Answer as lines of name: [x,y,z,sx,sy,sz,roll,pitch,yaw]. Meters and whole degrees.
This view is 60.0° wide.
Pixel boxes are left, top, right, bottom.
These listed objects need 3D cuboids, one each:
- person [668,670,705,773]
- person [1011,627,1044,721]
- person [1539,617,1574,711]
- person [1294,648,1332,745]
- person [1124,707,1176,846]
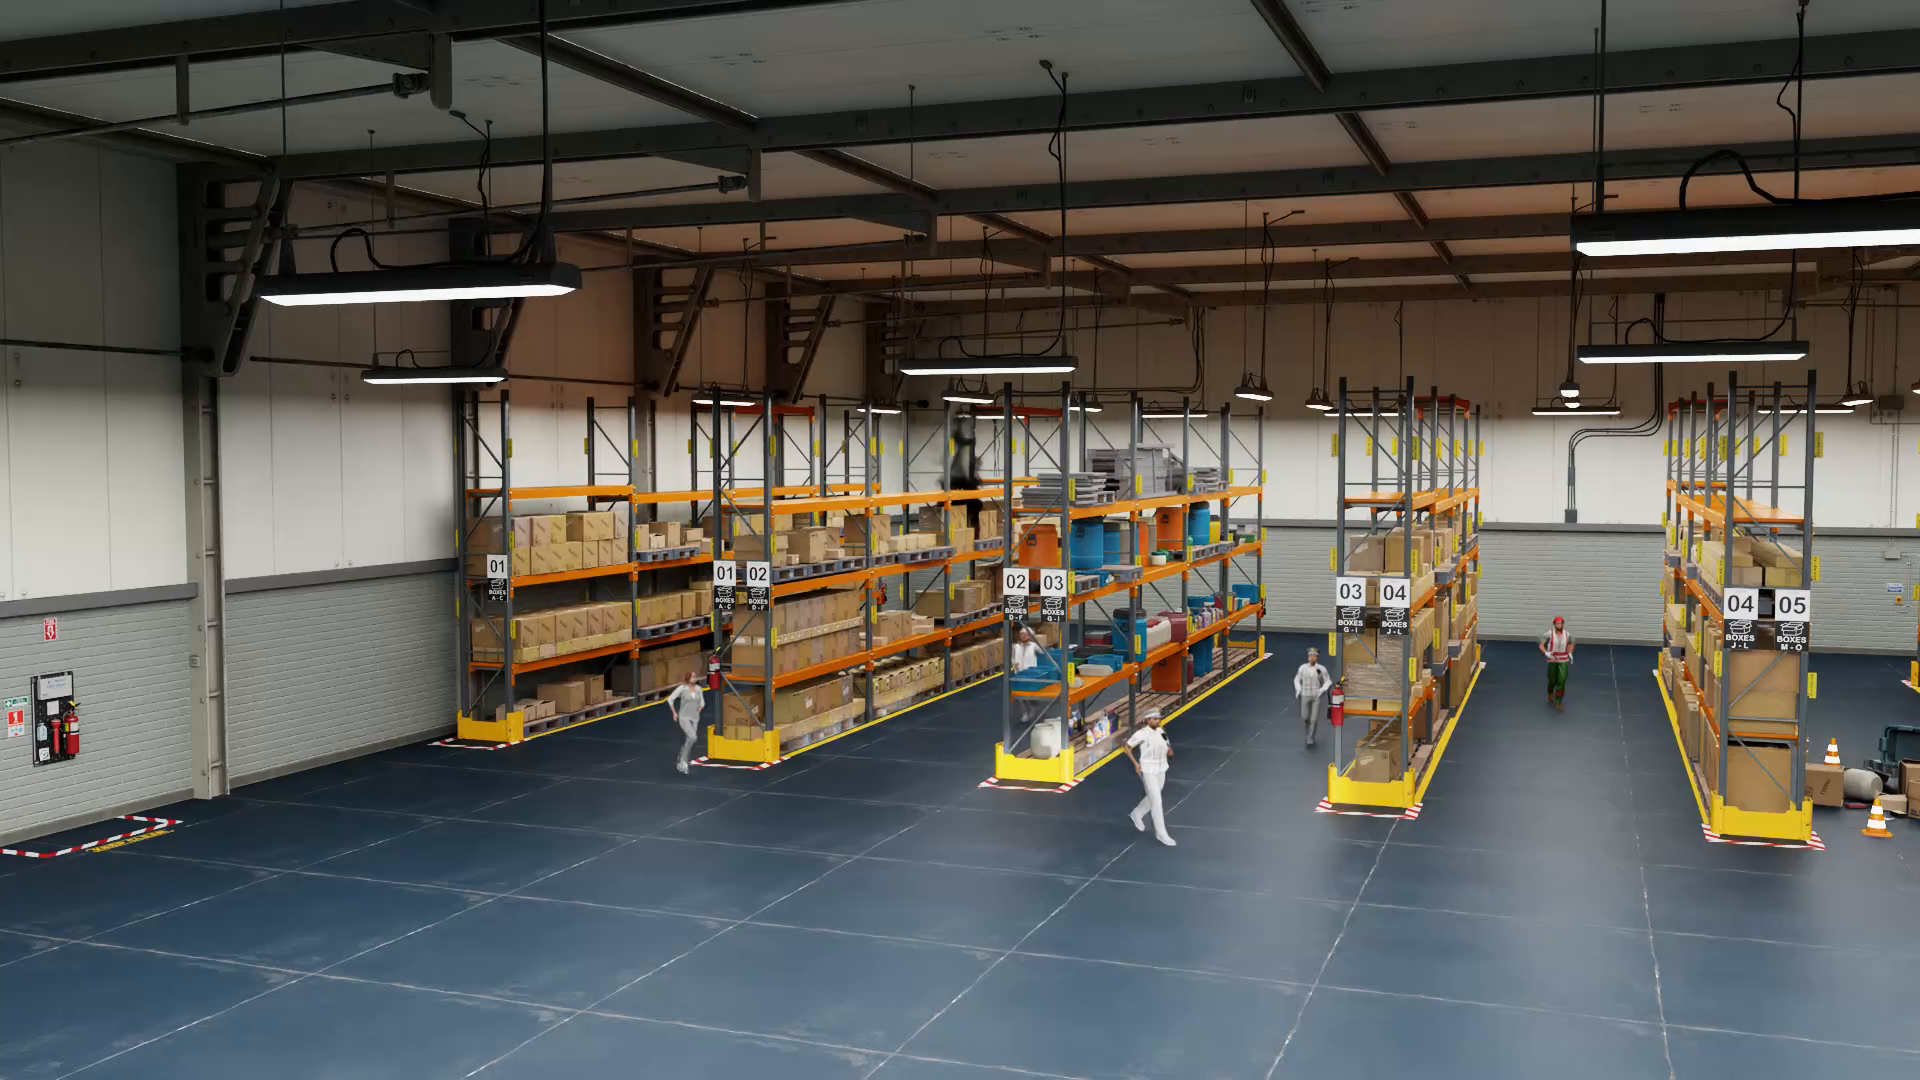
person: [-4.174,2.789,25.655,0.523,1.563,0.582,-3,4,-40]
person: [1.191,2.456,30.377,0.645,1.732,0.592,1,3,20]
person: [11.510,2.356,32.069,0.660,1.775,0.857,1,3,11]
person: [5.962,2.635,28.128,0.629,1.644,0.543,1,3,17]
person: [2.450,2.964,21.203,0.572,1.694,0.935,-2,4,-37]
